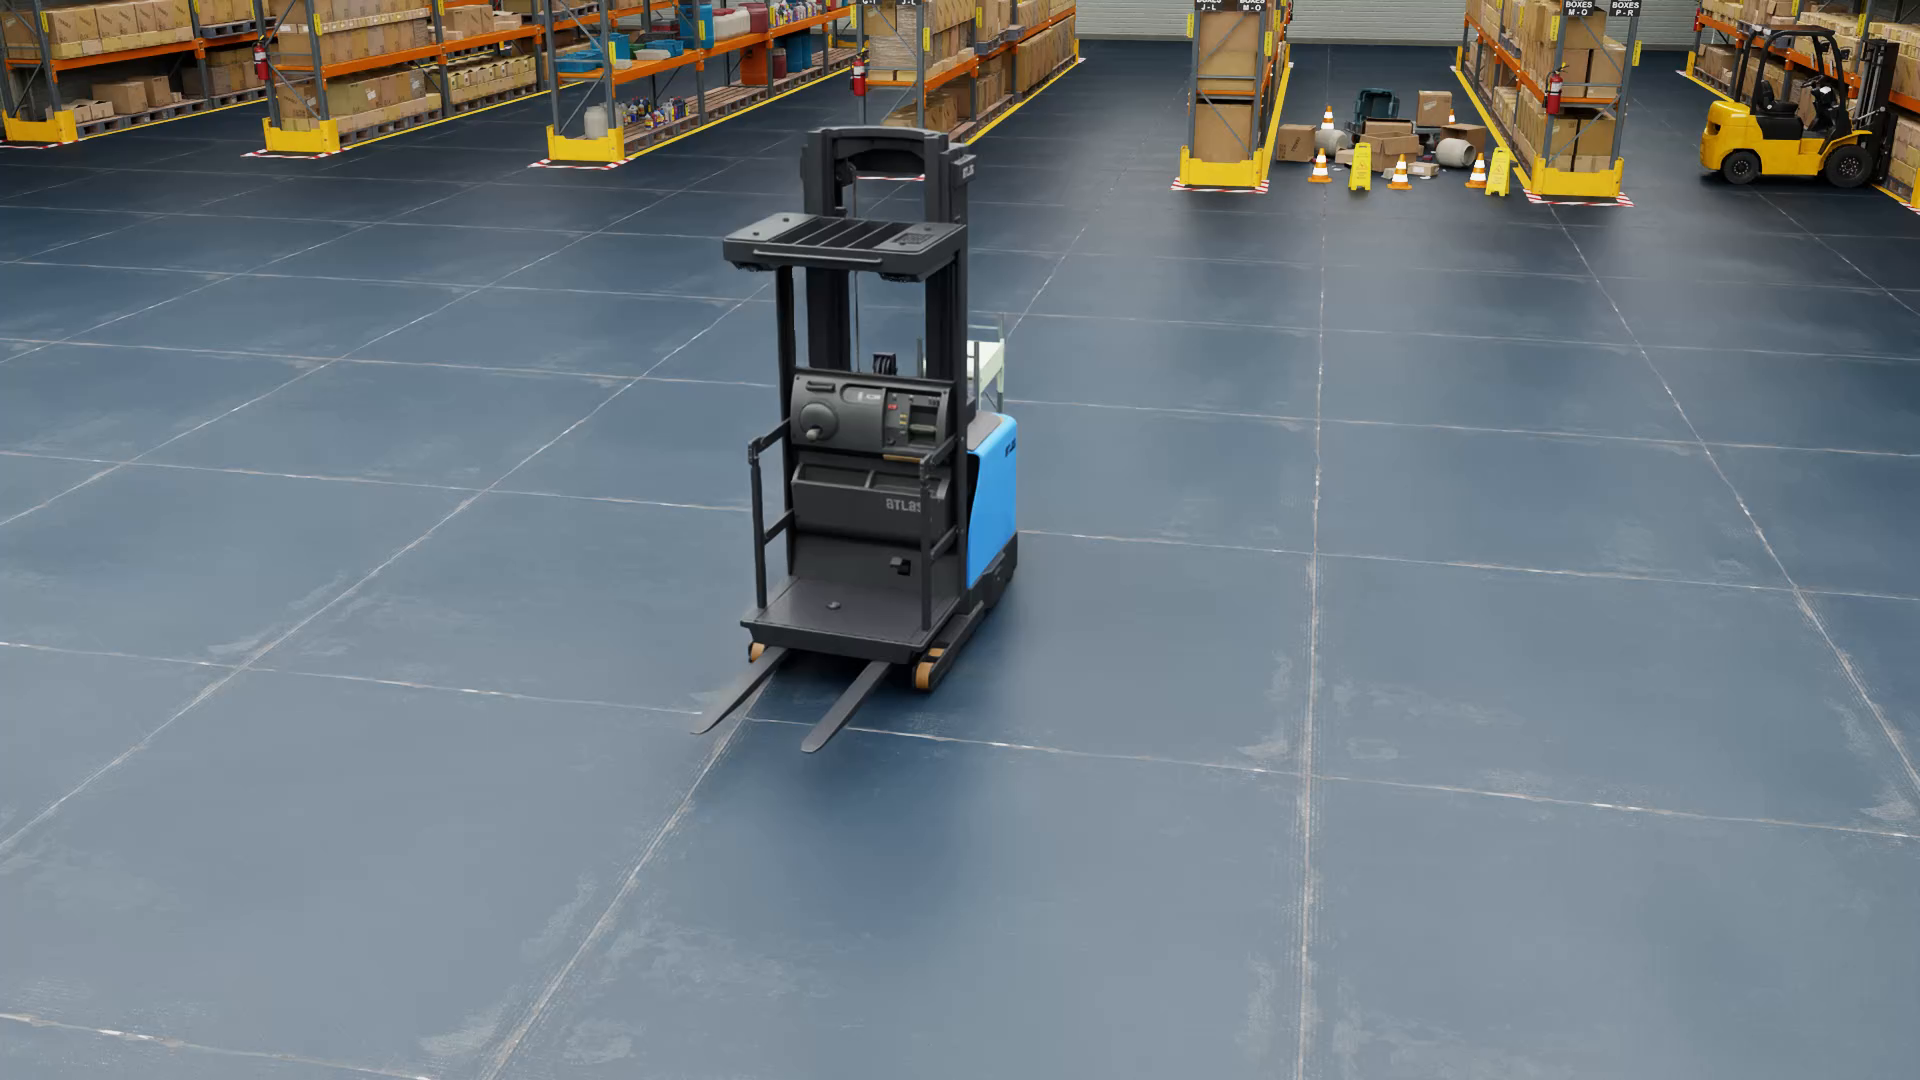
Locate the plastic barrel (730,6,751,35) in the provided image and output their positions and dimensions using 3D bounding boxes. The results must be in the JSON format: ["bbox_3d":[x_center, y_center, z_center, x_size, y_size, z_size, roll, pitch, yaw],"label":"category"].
[{"bbox_3d":[-4.247,-9.985,31.980,0.421,0.512,0.421,0,22,0],"label":"plastic barrel"}]

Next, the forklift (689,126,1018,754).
[{"bbox_3d":[-0.572,-0.684,9.128,1.130,2.935,3.031,7,23,17],"label":"forklift"}]

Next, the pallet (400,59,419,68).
[{"bbox_3d":[-13.213,-10.962,38.289,1.003,0.211,1.213,4,22,11],"label":"pallet"}]

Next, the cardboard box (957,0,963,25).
[{"bbox_3d":[-0.240,-8.582,26.776,0.500,0.500,0.500,4,22,11],"label":"cardboard box"}]

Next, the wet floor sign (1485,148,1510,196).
[{"bbox_3d":[7.585,-5.186,23.368,0.267,0.644,0.232,13,25,29],"label":"wet floor sign"}]

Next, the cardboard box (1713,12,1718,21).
[{"bbox_3d":[16.149,-11.058,35.131,0.380,0.149,0.250,4,22,9],"label":"cardboard box"}]

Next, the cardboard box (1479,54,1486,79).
[{"bbox_3d":[11.353,-9.883,34.745,0.875,0.438,0.875,4,22,10],"label":"cardboard box"}]

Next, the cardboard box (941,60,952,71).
[{"bbox_3d":[-0.338,-7.533,26.378,0.380,0.149,0.250,4,22,11],"label":"cardboard box"}]

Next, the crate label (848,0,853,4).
[{"bbox_3d":[-2.709,-12.636,38.986,0.396,0.136,0.243,4,22,11],"label":"crate label"}]

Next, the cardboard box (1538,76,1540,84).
[{"bbox_3d":[8.731,-6.776,24.500,0.380,0.149,0.250,4,22,10],"label":"cardboard box"}]

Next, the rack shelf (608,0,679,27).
[{"bbox_3d":[-7.871,-12.565,39.499,1.077,0.370,4.000,4,22,11],"label":"rack shelf"}]

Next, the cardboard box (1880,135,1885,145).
[{"bbox_3d":[13.628,-5.798,24.184,0.500,0.250,0.500,4,22,11],"label":"cardboard box"}]

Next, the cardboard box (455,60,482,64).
[{"bbox_3d":[-9.694,-9.335,32.886,0.500,0.311,0.500,4,22,9],"label":"cardboard box"}]

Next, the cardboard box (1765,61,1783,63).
[{"bbox_3d":[15.441,-9.021,31.653,0.380,0.149,0.250,5,23,13],"label":"cardboard box"}]

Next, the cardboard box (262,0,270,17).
[{"bbox_3d":[-14.264,-10.701,33.186,0.700,0.500,0.500,4,22,11],"label":"cardboard box"}]

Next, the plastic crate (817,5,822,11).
[{"bbox_3d":[-3.195,-11.853,37.042,0.396,0.136,0.243,4,22,11],"label":"plastic crate"}]

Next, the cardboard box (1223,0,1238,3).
[{"bbox_3d":[4.168,-7.916,25.348,0.875,0.550,0.500,4,22,11],"label":"cardboard box"}]

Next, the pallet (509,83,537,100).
[{"bbox_3d":[-9.301,-9.113,33.697,1.003,0.211,1.213,4,22,11],"label":"pallet"}]

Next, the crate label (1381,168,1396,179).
[{"bbox_3d":[6.440,-5.447,24.694,0.250,0.136,0.298,-7,23,-17],"label":"crate label"}]

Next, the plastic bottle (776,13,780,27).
[{"bbox_3d":[-3.747,-10.570,33.751,0.152,0.276,0.135,4,22,11],"label":"plastic bottle"}]

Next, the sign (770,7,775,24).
[{"bbox_3d":[-3.706,-10.362,32.847,0.100,0.325,0.005,4,22,11],"label":"sign"}]

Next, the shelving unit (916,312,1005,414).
[{"bbox_3d":[0.011,-0.703,11.091,0.431,1.500,0.755,5,22,12],"label":"shelving unit"}]

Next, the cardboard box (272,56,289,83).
[{"bbox_3d":[-14.260,-9.678,34.126,0.700,0.500,0.500,4,22,11],"label":"cardboard box"}]

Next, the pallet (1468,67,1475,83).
[{"bbox_3d":[11.598,-10.081,36.103,1.003,0.211,1.213,4,22,11],"label":"pallet"}]

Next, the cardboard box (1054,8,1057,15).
[{"bbox_3d":[1.911,-11.569,36.401,0.380,0.149,0.250,5,23,13],"label":"cardboard box"}]

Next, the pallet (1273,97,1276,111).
[{"bbox_3d":[5.598,-8.525,32.238,1.003,0.211,1.213,4,22,11],"label":"pallet"}]

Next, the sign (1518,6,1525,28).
[{"bbox_3d":[8.943,-8.307,26.416,0.100,0.325,0.005,4,22,11],"label":"sign"}]

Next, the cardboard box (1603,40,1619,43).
[{"bbox_3d":[9.245,-6.979,24.135,0.500,0.500,0.500,4,22,10],"label":"cardboard box"}]

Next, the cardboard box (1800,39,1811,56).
[{"bbox_3d":[14.727,-8.418,28.442,0.500,0.250,0.500,4,22,10],"label":"cardboard box"}]

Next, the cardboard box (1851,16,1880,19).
[{"bbox_3d":[15.257,-8.739,28.034,0.380,0.149,0.250,4,22,10],"label":"cardboard box"}]

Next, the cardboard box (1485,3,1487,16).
[{"bbox_3d":[10.675,-10.485,32.904,0.500,0.250,0.500,5,22,12],"label":"cardboard box"}]

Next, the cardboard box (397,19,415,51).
[{"bbox_3d":[-10.097,-8.931,29.381,0.700,0.500,0.500,4,22,10],"label":"cardboard box"}]

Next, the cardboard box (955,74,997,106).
[{"bbox_3d":[0.276,-8.334,30.788,0.700,0.500,0.500,6,23,15],"label":"cardboard box"}]

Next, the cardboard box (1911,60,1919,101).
[{"bbox_3d":[13.490,-6.325,22.909,0.500,0.500,0.500,5,23,13],"label":"cardboard box"}]

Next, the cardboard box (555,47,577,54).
[{"bbox_3d":[-8.514,-10.268,35.592,0.500,0.500,0.500,4,22,10],"label":"cardboard box"}]

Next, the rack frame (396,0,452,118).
[{"bbox_3d":[-9.911,-9.241,30.284,1.000,3.000,0.127,4,22,11],"label":"rack frame"}]

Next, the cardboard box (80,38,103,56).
[{"bbox_3d":[-15.075,-8.440,28.468,0.500,0.250,0.500,4,22,9],"label":"cardboard box"}]

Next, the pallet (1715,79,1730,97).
[{"bbox_3d":[16.121,-9.236,34.003,1.003,0.211,1.213,4,22,11],"label":"pallet"}]

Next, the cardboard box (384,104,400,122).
[{"bbox_3d":[-10.092,-7.425,28.894,0.500,0.250,0.500,4,22,11],"label":"cardboard box"}]

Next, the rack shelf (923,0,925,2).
[{"bbox_3d":[-0.622,-8.811,26.164,1.077,0.370,4.000,4,22,11],"label":"rack shelf"}]

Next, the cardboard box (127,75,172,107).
[{"bbox_3d":[-14.934,-8.279,30.653,0.500,0.500,0.500,3,22,7],"label":"cardboard box"}]

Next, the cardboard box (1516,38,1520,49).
[{"bbox_3d":[9.411,-8.209,27.495,0.380,0.149,0.250,4,22,10],"label":"cardboard box"}]

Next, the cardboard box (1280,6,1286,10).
[{"bbox_3d":[6.601,-11.342,34.968,0.500,0.500,0.500,4,22,10],"label":"cardboard box"}]

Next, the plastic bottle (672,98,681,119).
[{"bbox_3d":[-4.951,-7.510,28.942,0.144,0.351,0.185,3,22,8],"label":"plastic bottle"}]

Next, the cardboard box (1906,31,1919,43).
[{"bbox_3d":[13.773,-7.174,23.751,0.380,0.149,0.250,5,22,11],"label":"cardboard box"}]

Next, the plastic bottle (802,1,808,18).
[{"bbox_3d":[-3.335,-11.336,35.553,0.144,0.351,0.185,4,22,11],"label":"plastic bottle"}]

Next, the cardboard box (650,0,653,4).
[{"bbox_3d":[-7.600,-12.935,39.323,0.500,0.500,0.500,4,22,10],"label":"cardboard box"}]

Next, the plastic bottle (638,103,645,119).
[{"bbox_3d":[-5.545,-7.475,28.962,0.097,0.271,0.097,0,22,0],"label":"plastic bottle"}]

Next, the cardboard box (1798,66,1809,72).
[{"bbox_3d":[15.780,-8.702,30.861,0.380,0.149,0.250,4,22,10],"label":"cardboard box"}]

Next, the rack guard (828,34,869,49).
[{"bbox_3d":[-2.622,-12.101,40.732,1.175,0.500,0.348,4,22,11],"label":"rack guard"}]

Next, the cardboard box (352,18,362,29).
[{"bbox_3d":[-10.227,-8.630,27.765,0.380,0.149,0.250,4,22,9],"label":"cardboard box"}]

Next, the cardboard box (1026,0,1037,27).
[{"bbox_3d":[1.276,-10.710,33.798,0.500,0.500,0.500,5,22,11],"label":"cardboard box"}]

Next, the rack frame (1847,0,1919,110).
[{"bbox_3d":[14.348,-7.352,25.594,1.000,3.000,0.127,4,22,11],"label":"rack frame"}]

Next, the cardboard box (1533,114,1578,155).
[{"bbox_3d":[8.580,-5.846,23.970,0.500,0.500,0.500,5,22,11],"label":"cardboard box"}]

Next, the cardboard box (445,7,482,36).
[{"bbox_3d":[-9.529,-9.943,31.893,0.500,0.500,0.500,4,22,11],"label":"cardboard box"}]

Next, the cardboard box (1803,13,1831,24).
[{"bbox_3d":[14.757,-8.971,28.610,0.380,0.149,0.250,5,22,12],"label":"cardboard box"}]
